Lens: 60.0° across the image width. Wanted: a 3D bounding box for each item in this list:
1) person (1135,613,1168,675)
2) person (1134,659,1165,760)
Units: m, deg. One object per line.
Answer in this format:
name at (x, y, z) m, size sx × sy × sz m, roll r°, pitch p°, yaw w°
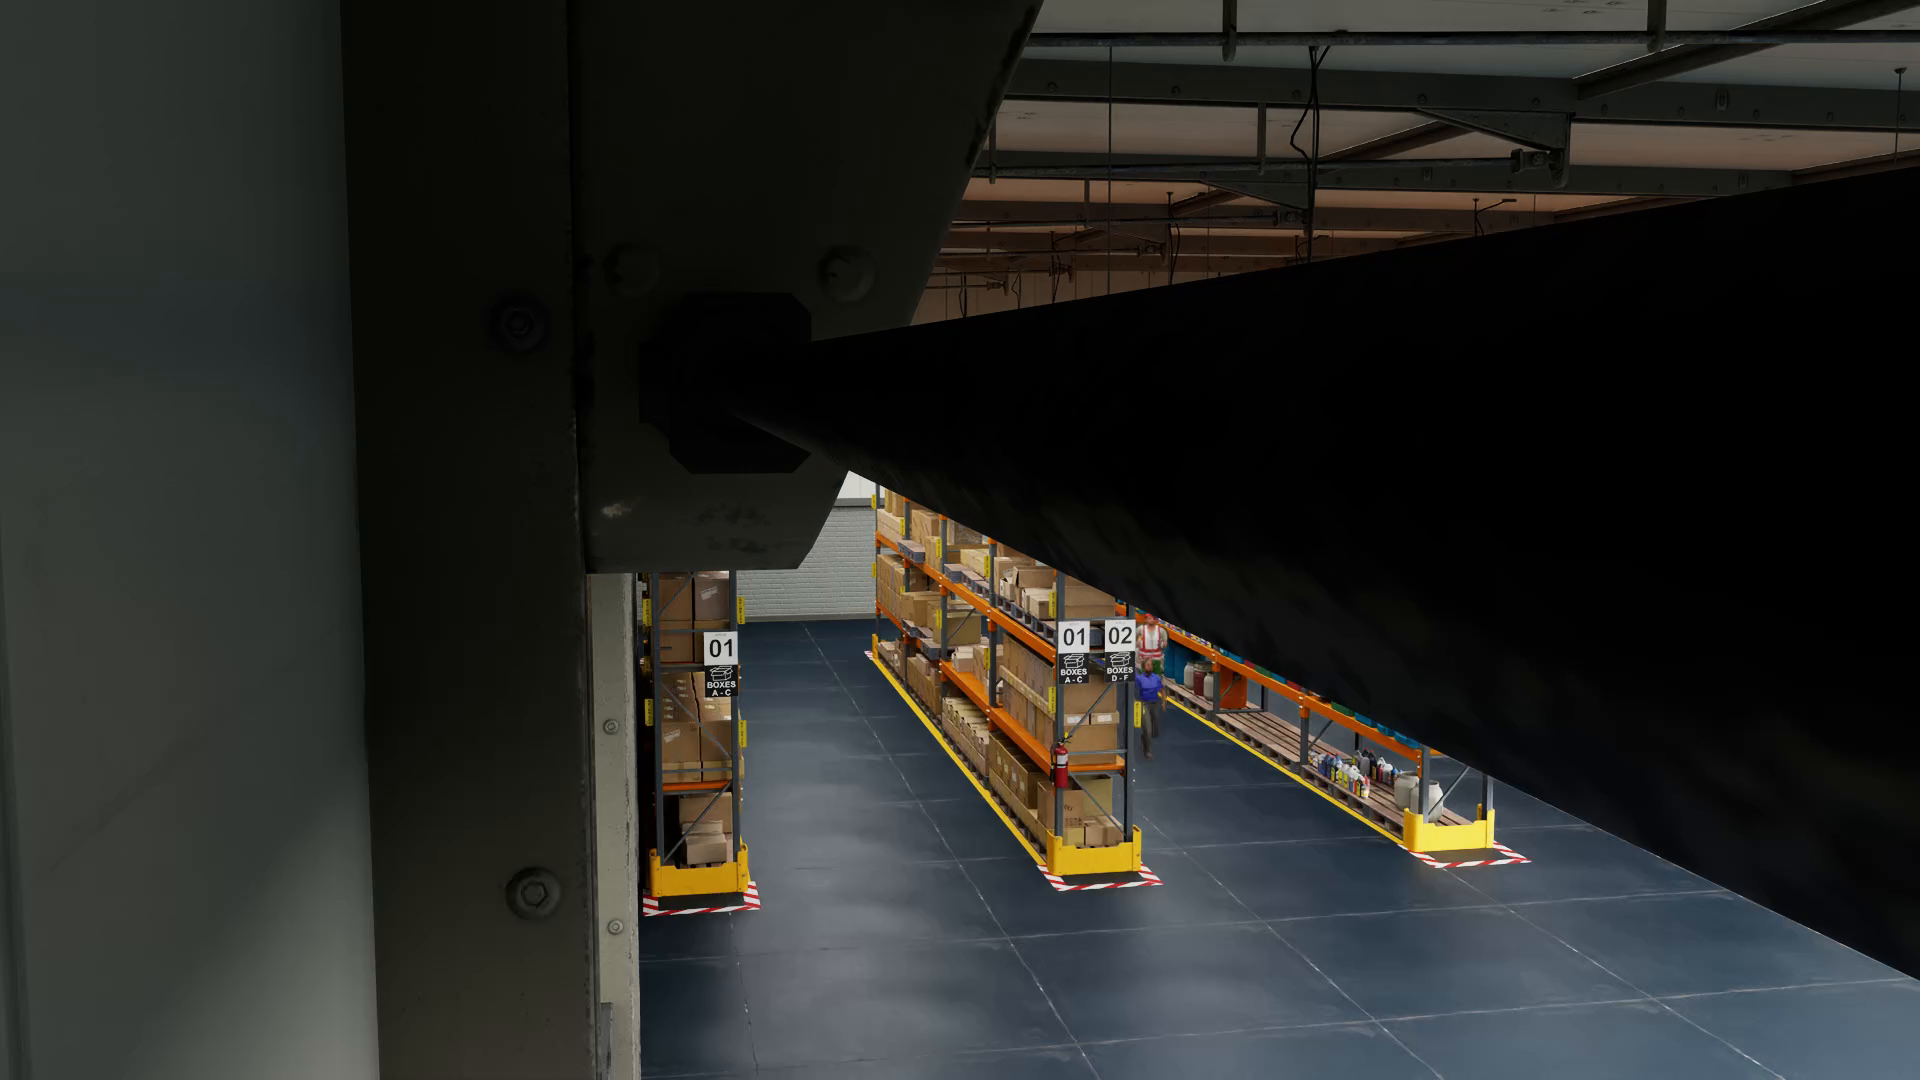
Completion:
person at (3.380, 2.185, 29.488) m, size 0.630 × 1.889 × 0.723 m, roll -1°, pitch 6°, yaw -8°
person at (3.008, 2.704, 26.801) m, size 0.619 × 1.603 × 0.638 m, roll -2°, pitch 6°, yaw -17°
